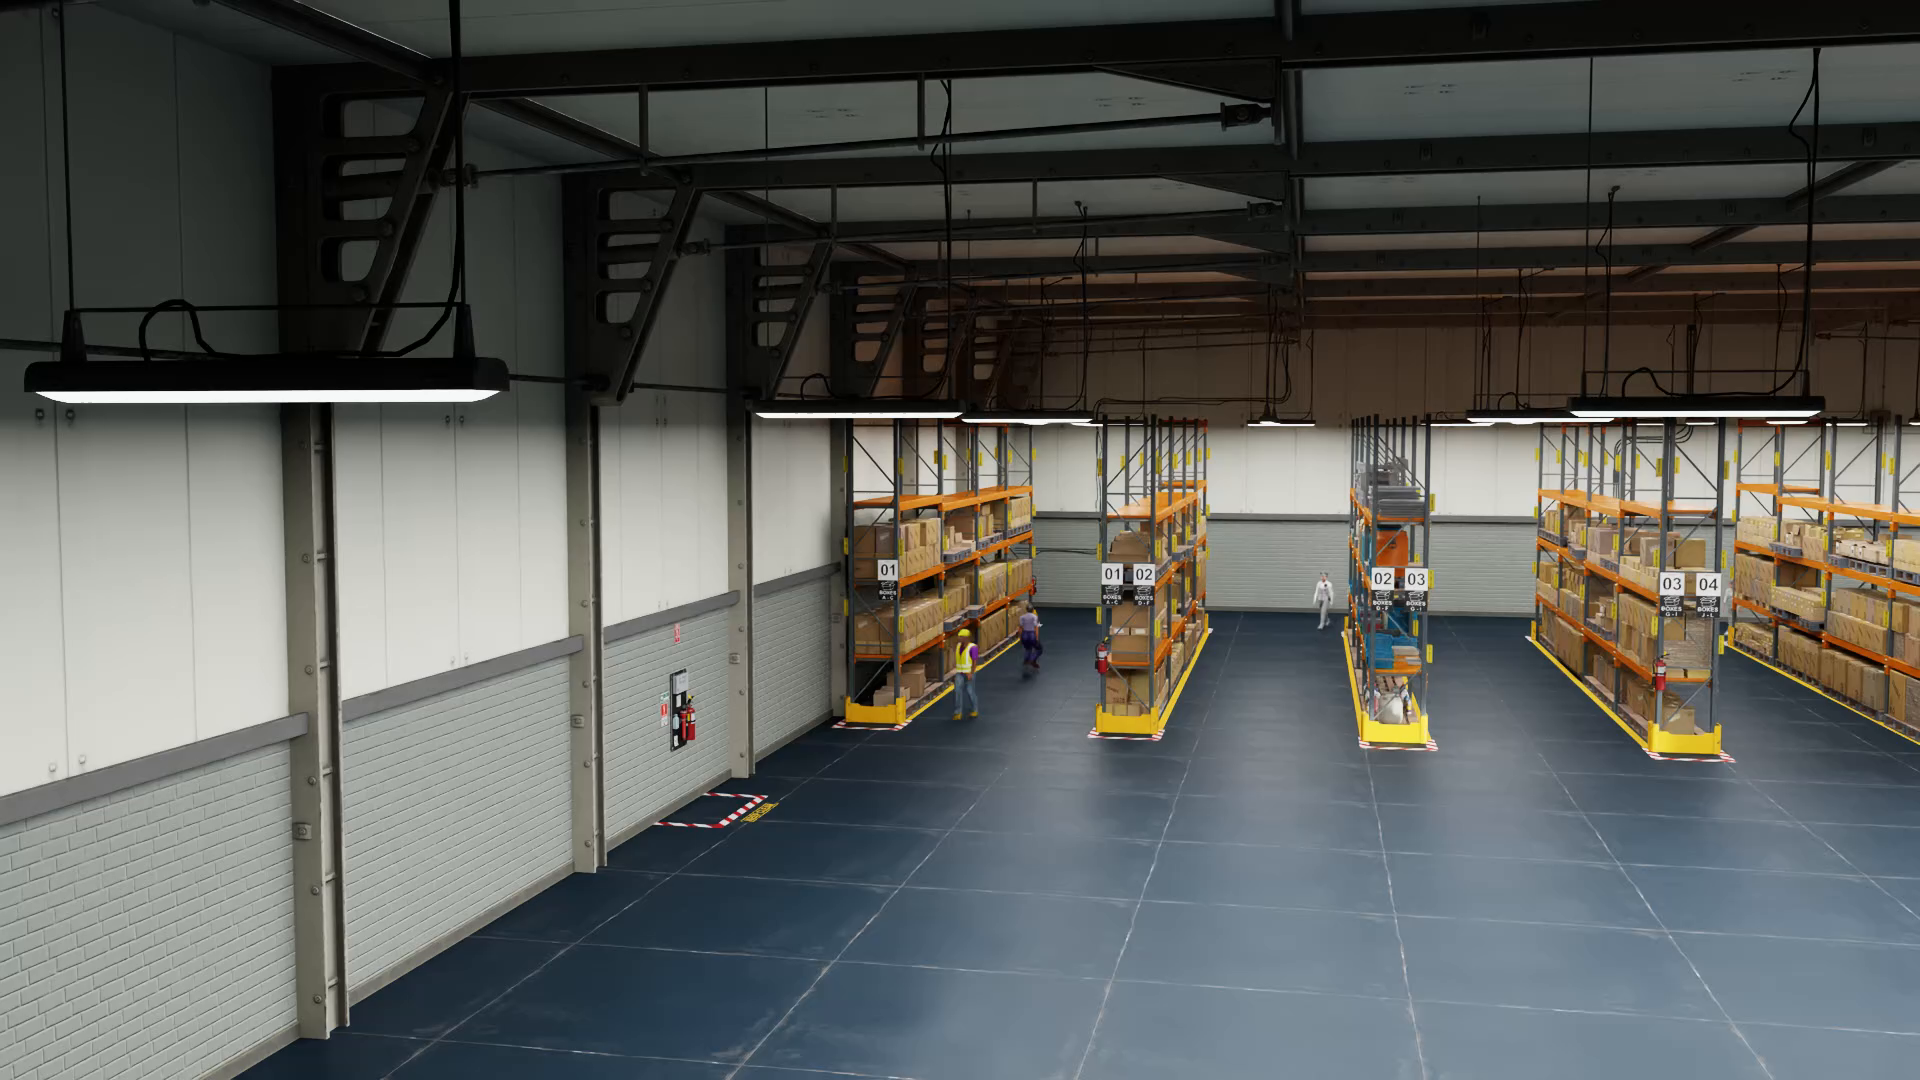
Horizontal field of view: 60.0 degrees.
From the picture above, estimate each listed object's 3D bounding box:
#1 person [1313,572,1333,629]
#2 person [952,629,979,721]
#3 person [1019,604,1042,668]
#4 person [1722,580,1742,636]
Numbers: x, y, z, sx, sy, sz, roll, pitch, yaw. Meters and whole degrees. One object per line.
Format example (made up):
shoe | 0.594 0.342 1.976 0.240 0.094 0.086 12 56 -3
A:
person | 10.453 1.715 47.683 0.511 1.624 1.032 3 5 39
person | 0.092 2.675 32.900 0.596 1.819 0.716 3 5 35
person | 1.624 2.216 38.575 0.529 1.488 0.511 2 4 25
person | 21.414 1.867 46.102 0.991 1.536 0.437 -2 4 -31
